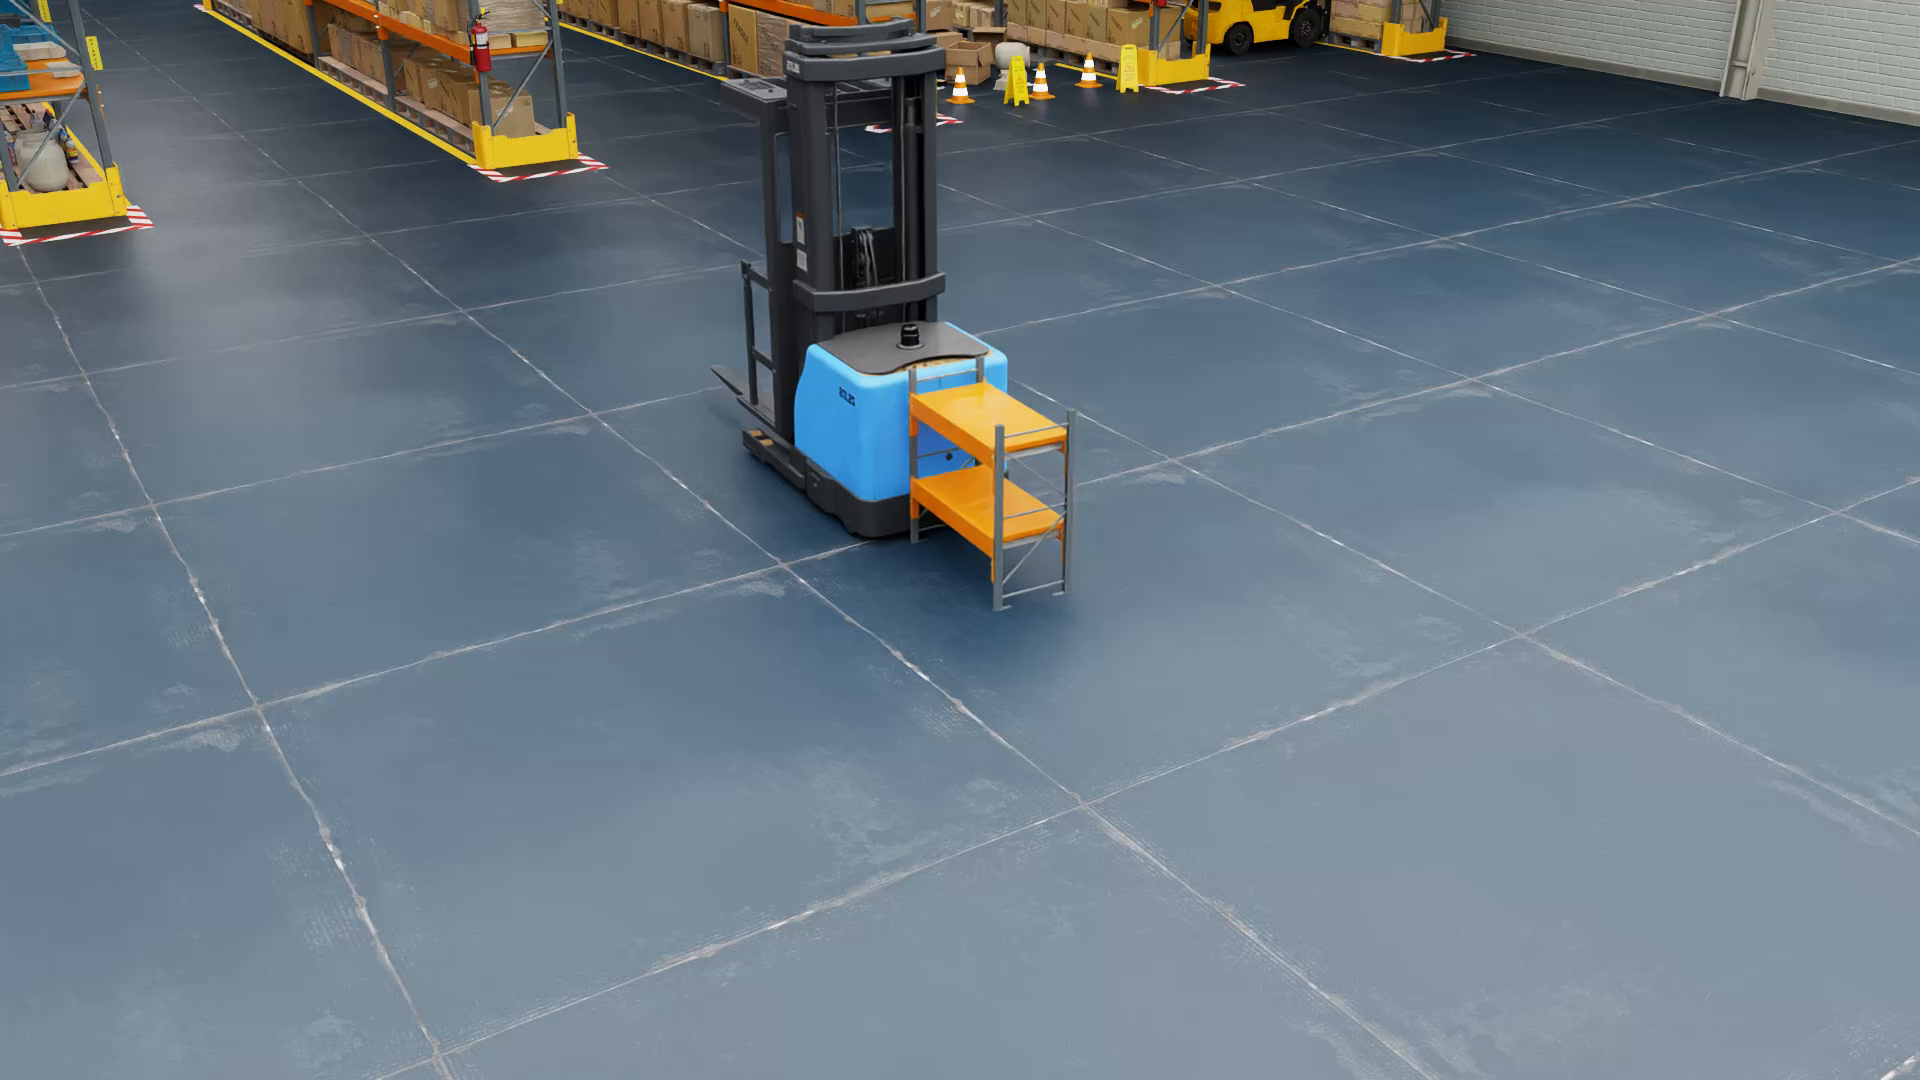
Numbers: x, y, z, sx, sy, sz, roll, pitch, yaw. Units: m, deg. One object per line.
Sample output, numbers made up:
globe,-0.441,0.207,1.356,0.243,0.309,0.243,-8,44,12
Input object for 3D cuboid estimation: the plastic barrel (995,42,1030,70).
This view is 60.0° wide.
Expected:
plastic barrel,0.804,-7.373,25.373,0.512,0.421,0.421,3,25,6

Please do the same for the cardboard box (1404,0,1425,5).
cardboard box,7.253,-8.925,27.200,0.500,0.250,0.500,-16,30,-30

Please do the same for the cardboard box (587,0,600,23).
cardboard box,-6.118,-9.245,28.755,0.500,0.500,0.500,-14,29,-28

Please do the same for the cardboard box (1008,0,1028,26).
cardboard box,1.112,-8.595,26.793,0.500,0.500,0.500,-14,29,-27

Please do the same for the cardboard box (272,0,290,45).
cardboard box,-10.310,-8.506,26.751,1.225,0.875,0.875,-15,29,-29

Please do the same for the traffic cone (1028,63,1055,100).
traffic cone,1.140,-6.478,23.430,0.336,0.463,0.334,-16,29,-30

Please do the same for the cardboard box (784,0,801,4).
cardboard box,-1.976,-7.754,22.985,0.875,0.550,0.500,-16,29,-30

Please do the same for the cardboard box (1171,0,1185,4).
cardboard box,4.462,-10.320,30.888,0.875,0.625,0.625,-16,30,-30

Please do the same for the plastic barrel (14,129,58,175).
plastic barrel,-9.950,-4.150,17.950,0.421,0.512,0.421,0,25,0

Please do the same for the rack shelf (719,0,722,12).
rack shelf,-4.168,-8.783,26.185,1.077,0.370,4.000,-16,29,-30

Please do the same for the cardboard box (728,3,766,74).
cardboard box,-2.791,-7.381,24.369,0.875,0.875,0.875,-15,29,-29

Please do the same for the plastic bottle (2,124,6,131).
plastic bottle,-11.223,-4.769,19.425,0.144,0.351,0.185,-16,29,-30

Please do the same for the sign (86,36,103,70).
sign,-8.790,-4.940,16.877,0.100,0.325,0.005,-16,29,-30

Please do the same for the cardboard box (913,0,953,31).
cardboard box,-0.459,-8.369,26.507,0.500,0.500,0.500,-16,29,-30

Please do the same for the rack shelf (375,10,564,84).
rack shelf,-6.195,-6.233,20.782,1.077,0.370,4.000,-16,29,-30

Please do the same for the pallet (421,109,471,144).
pallet,-6.220,-5.344,21.322,1.003,0.211,1.213,-16,29,-30

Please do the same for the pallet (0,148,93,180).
pallet,-10.435,-4.172,18.839,1.003,0.211,1.213,-16,29,-30

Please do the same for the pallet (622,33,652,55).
pallet,-4.892,-8.263,27.507,1.003,0.211,1.213,-16,29,-30

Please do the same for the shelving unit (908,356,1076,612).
shelving unit,0.167,-0.347,9.668,0.538,1.125,1.048,-13,28,-26

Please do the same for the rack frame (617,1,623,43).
rack frame,-5.260,-9.824,27.546,1.000,3.000,0.127,-16,29,-30

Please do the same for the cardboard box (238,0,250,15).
cardboard box,-12.439,-9.941,29.791,0.875,0.875,0.875,-16,29,-30

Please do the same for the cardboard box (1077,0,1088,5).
cardboard box,2.010,-8.258,25.320,0.380,0.149,0.250,-14,29,-27

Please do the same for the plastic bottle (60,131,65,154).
plastic bottle,-10.223,-4.533,19.020,0.097,0.271,0.097,0,25,0

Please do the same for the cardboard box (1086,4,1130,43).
cardboard box,2.256,-7.850,25.215,0.500,0.500,0.500,-14,29,-28

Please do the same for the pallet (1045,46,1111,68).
pallet,2.083,-7.653,26.215,1.003,0.211,1.213,-16,29,-30

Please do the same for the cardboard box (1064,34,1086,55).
cardboard box,1.967,-7.698,25.772,0.500,0.250,0.500,-17,30,-31

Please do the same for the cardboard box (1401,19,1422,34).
cardboard box,7.252,-8.478,27.424,0.500,0.250,0.500,-15,29,-29

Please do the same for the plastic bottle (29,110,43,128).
plastic bottle,-10.964,-4.924,19.754,0.144,0.351,0.185,-16,29,-30

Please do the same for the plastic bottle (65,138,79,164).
plastic bottle,-9.982,-4.375,18.684,0.097,0.271,0.097,0,25,0

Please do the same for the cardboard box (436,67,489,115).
cardboard box,-6.378,-5.774,21.403,0.500,0.500,0.500,-19,31,-34

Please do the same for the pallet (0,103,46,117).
pallet,-12.568,-5.567,21.795,1.003,0.211,1.213,-16,29,-30

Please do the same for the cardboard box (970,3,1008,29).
cardboard box,0.728,-8.772,27.903,0.950,0.372,0.625,-15,29,-29

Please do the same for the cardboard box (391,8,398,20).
cardboard box,-7.136,-6.838,21.514,0.380,0.149,0.250,-16,29,-30

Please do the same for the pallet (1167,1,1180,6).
pallet,4.068,-10.171,31.549,1.003,0.211,1.213,-16,29,-30

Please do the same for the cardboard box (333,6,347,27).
cardboard box,-9.080,-7.879,24.961,0.500,0.250,0.500,-14,29,-28

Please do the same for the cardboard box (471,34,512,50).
cardboard box,-5.432,-5.783,19.281,0.380,0.149,0.250,-16,29,-30

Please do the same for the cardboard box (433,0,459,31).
cardboard box,-5.754,-6.377,19.778,0.875,0.500,0.500,-16,29,-30

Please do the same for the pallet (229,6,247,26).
pallet,-12.674,-9.601,30.340,1.003,0.211,1.213,-16,29,-30

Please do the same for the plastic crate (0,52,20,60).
plastic crate,-10.127,-4.964,17.426,0.499,0.251,0.408,-16,29,-30

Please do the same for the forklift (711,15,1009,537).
forklift,-0.846,-1.933,10.911,1.130,2.935,3.031,-13,28,-26

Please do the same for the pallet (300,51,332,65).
pallet,-9.838,-7.743,26.404,1.003,0.211,1.213,-16,29,-30

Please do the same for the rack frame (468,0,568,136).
rack frame,-5.103,-5.843,19.113,1.000,3.000,0.127,-16,29,-30

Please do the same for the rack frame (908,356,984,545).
rack frame,-0.079,-0.537,10.071,0.500,1.125,0.032,-13,28,-26

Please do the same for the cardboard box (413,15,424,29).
cardboard box,-6.591,-6.480,20.756,0.380,0.149,0.250,-16,29,-30

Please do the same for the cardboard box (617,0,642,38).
cardboard box,-5.002,-8.758,27.431,1.050,0.750,0.750,-16,30,-30

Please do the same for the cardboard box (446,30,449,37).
cardboard box,-5.973,-6.142,20.041,0.380,0.149,0.250,-16,29,-30

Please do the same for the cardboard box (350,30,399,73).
cardboard box,-8.459,-7.141,24.276,0.700,0.500,0.500,-13,28,-25

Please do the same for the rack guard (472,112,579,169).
rack guard,-5.145,-4.740,19.704,1.175,0.500,0.348,-16,29,-30

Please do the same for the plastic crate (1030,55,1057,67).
plastic crate,1.186,-7.510,26.065,0.583,0.080,0.402,18,31,33

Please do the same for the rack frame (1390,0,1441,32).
rack frame,7.357,-9.310,26.458,1.000,3.000,0.127,-16,29,-30

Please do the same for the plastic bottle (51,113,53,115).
plastic bottle,-10.898,-4.995,19.983,0.061,0.283,0.133,-14,29,-27

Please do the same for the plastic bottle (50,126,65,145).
plastic bottle,-10.477,-4.680,19.325,0.152,0.276,0.135,-15,29,-29

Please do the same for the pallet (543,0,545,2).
pallet,-7.839,-10.226,31.664,1.003,0.211,1.213,-16,29,-30

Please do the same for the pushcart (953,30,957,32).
pushcart,-0.867,-7.848,26.432,0.936,0.377,1.648,18,31,33

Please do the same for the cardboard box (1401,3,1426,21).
cardboard box,7.274,-8.700,27.308,0.500,0.250,0.500,-15,29,-29

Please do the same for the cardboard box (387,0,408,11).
cardboard box,-6.850,-7.091,21.291,0.875,0.500,0.500,-16,29,-30
